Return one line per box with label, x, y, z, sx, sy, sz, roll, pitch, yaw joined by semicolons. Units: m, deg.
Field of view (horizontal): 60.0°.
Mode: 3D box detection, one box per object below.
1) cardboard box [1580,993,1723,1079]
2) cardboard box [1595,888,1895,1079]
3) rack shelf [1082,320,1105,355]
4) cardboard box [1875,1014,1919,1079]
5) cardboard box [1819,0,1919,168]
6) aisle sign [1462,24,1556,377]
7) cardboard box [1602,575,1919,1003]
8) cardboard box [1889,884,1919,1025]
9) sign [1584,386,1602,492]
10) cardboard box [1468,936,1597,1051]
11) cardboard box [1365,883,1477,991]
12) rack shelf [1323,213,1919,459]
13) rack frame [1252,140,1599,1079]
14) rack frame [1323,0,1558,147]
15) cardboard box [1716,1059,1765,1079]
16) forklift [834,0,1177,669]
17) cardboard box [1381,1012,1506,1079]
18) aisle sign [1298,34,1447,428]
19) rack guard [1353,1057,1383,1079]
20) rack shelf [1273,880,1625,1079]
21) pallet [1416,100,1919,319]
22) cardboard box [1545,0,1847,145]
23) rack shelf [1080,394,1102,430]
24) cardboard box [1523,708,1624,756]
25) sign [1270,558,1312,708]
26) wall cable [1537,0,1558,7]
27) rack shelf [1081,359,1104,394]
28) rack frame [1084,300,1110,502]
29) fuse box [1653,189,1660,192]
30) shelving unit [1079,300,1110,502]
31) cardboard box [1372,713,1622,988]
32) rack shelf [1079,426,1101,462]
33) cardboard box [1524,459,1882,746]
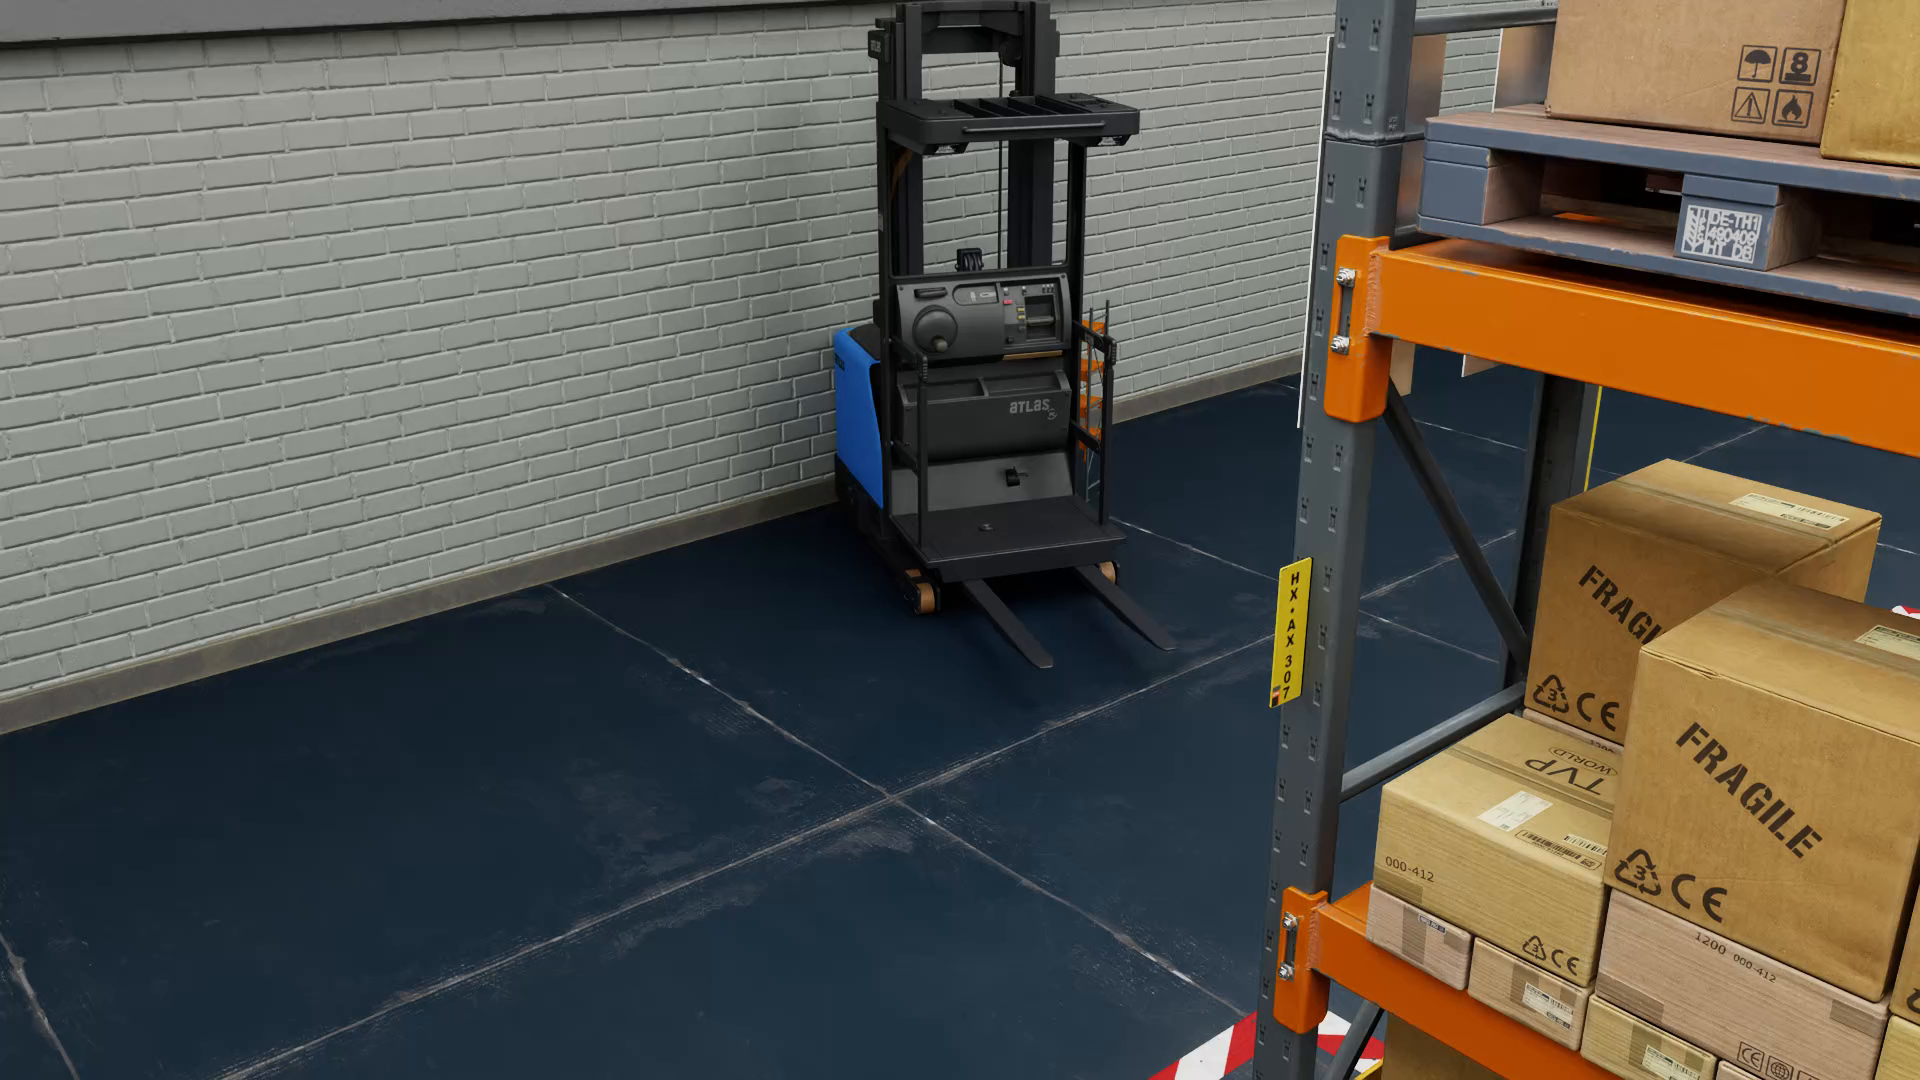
cardboard box;1.450;0.945;3.303;0.380;0.149;0.250;-18;28;-39
cardboard box;1.586;0.780;3.177;0.500;0.250;0.500;-18;28;-38
rack shelf;0.605;-1.232;9.906;0.480;0.148;0.258;12;24;28
cardboard box;1.911;0.920;2.820;0.500;0.250;0.500;-19;28;-39
cardboard box;1.789;-0.860;2.604;0.700;0.500;0.500;-19;28;-39
aisle sign;1.313;-0.792;3.828;0.394;0.787;0.004;-17;27;-37
cardboard box;1.568;0.427;3.050;0.500;0.500;0.500;-18;28;-39
cardboard box;1.911;0.569;2.688;0.500;0.500;0.500;-18;28;-39
sign;1.553;-0.265;4.135;0.100;0.325;0.005;-17;27;-37
cardboard box;1.283;0.874;3.484;0.380;0.149;0.250;-18;28;-38
cardboard box;1.114;0.804;3.664;0.380;0.149;0.250;-17;27;-37
rack shelf;2.438;0.001;2.242;1.077;0.370;4.000;-17;27;-37
rack frame;1.133;0.510;4.069;1.000;3.000;0.127;-17;27;-37
rack frame;1.133;-2.283;2.975;1.000;3.000;0.127;-17;27;-37
cardboard box;1.621;1.017;3.120;0.380;0.149;0.250;-18;28;-38
forklift;0.198;-1.147;8.395;1.130;2.935;3.031;-7;22;-17
cardboard box;1.611;1.462;3.977;0.875;0.875;0.875;-17;27;-37
aisle sign;0.858;-0.649;3.463;0.394;0.787;0.004;-17;27;-37
rack guard;1.117;1.667;4.542;1.175;0.500;0.348;-17;27;-37
rack shelf;2.438;1.397;2.789;1.077;0.370;4.000;-17;27;-37
pallet;1.625;-0.643;3.021;1.003;0.211;1.213;-17;27;-37
cardboard box;1.513;-1.044;3.075;0.700;0.500;0.500;-20;29;-41
rack shelf;0.605;-0.803;10.074;0.480;0.148;0.258;12;24;28
cardboard box;1.650;0.512;3.862;0.500;0.250;0.500;-18;28;-38
sign;0.708;0.200;3.564;0.100;0.325;0.005;-17;27;-37
wall cable;4.942;-3.889;13.865;0.585;1.953;0.123;-17;27;-37
rack shelf;0.605;-1.011;9.992;0.480;0.148;0.258;12;24;28
rack frame;0.816;-0.821;9.935;0.015;1.200;0.240;12;24;28
fuse box;6.628;-3.261;15.464;0.539;1.711;0.414;-17;27;-37
shelving unit;0.605;-0.866;10.049;0.503;1.200;0.258;12;24;28
cardboard box;1.241;0.638;3.539;0.500;0.250;0.500;-18;28;-39
rack shelf;0.605;-0.618;10.146;0.480;0.148;0.258;12;24;28
cardboard box;1.650;0.164;3.721;0.500;0.500;0.500;-17;27;-37
